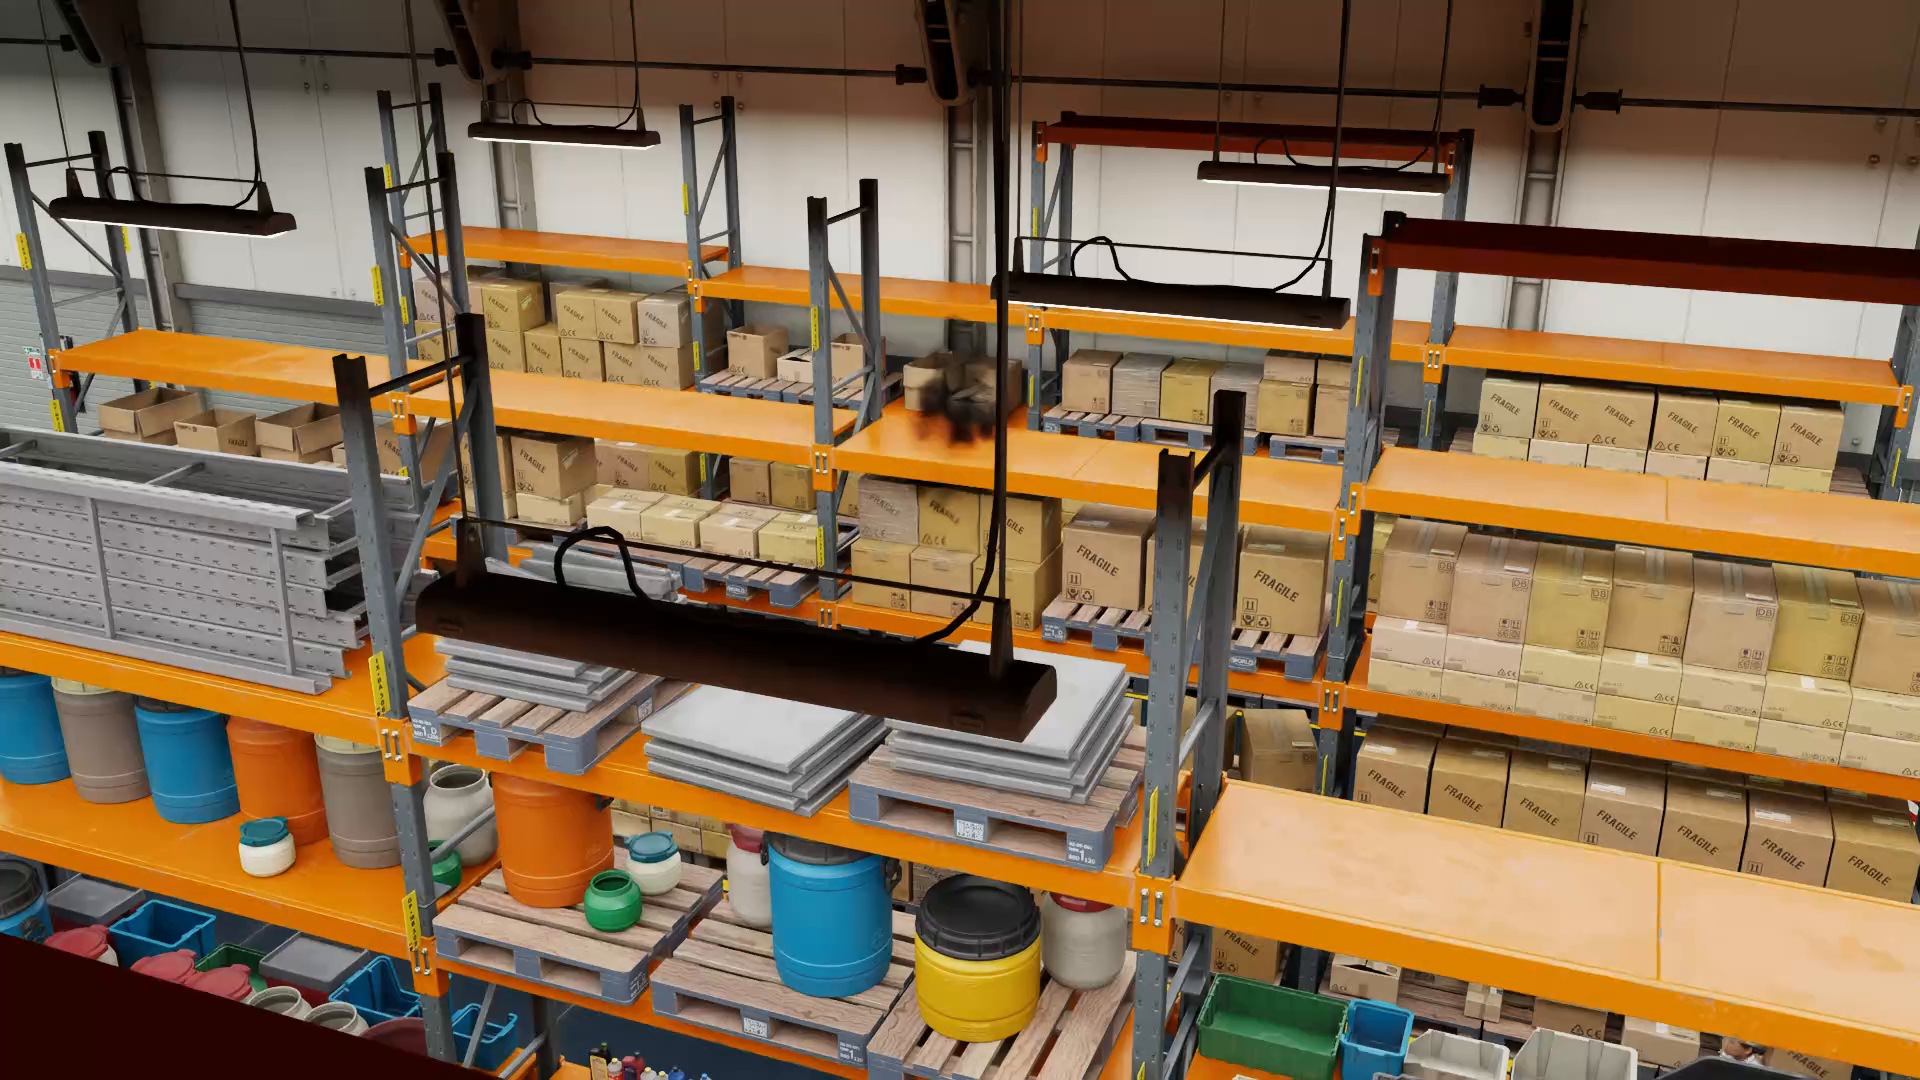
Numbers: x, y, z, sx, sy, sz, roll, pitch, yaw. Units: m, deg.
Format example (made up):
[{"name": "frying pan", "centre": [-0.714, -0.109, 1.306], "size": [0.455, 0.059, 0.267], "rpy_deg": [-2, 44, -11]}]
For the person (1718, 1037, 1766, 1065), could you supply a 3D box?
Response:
[{"name": "person", "centre": [4.847, 3.706, 10.314], "size": [0.883, 1.720, 0.575], "rpy_deg": [3, 21, 9]}]
